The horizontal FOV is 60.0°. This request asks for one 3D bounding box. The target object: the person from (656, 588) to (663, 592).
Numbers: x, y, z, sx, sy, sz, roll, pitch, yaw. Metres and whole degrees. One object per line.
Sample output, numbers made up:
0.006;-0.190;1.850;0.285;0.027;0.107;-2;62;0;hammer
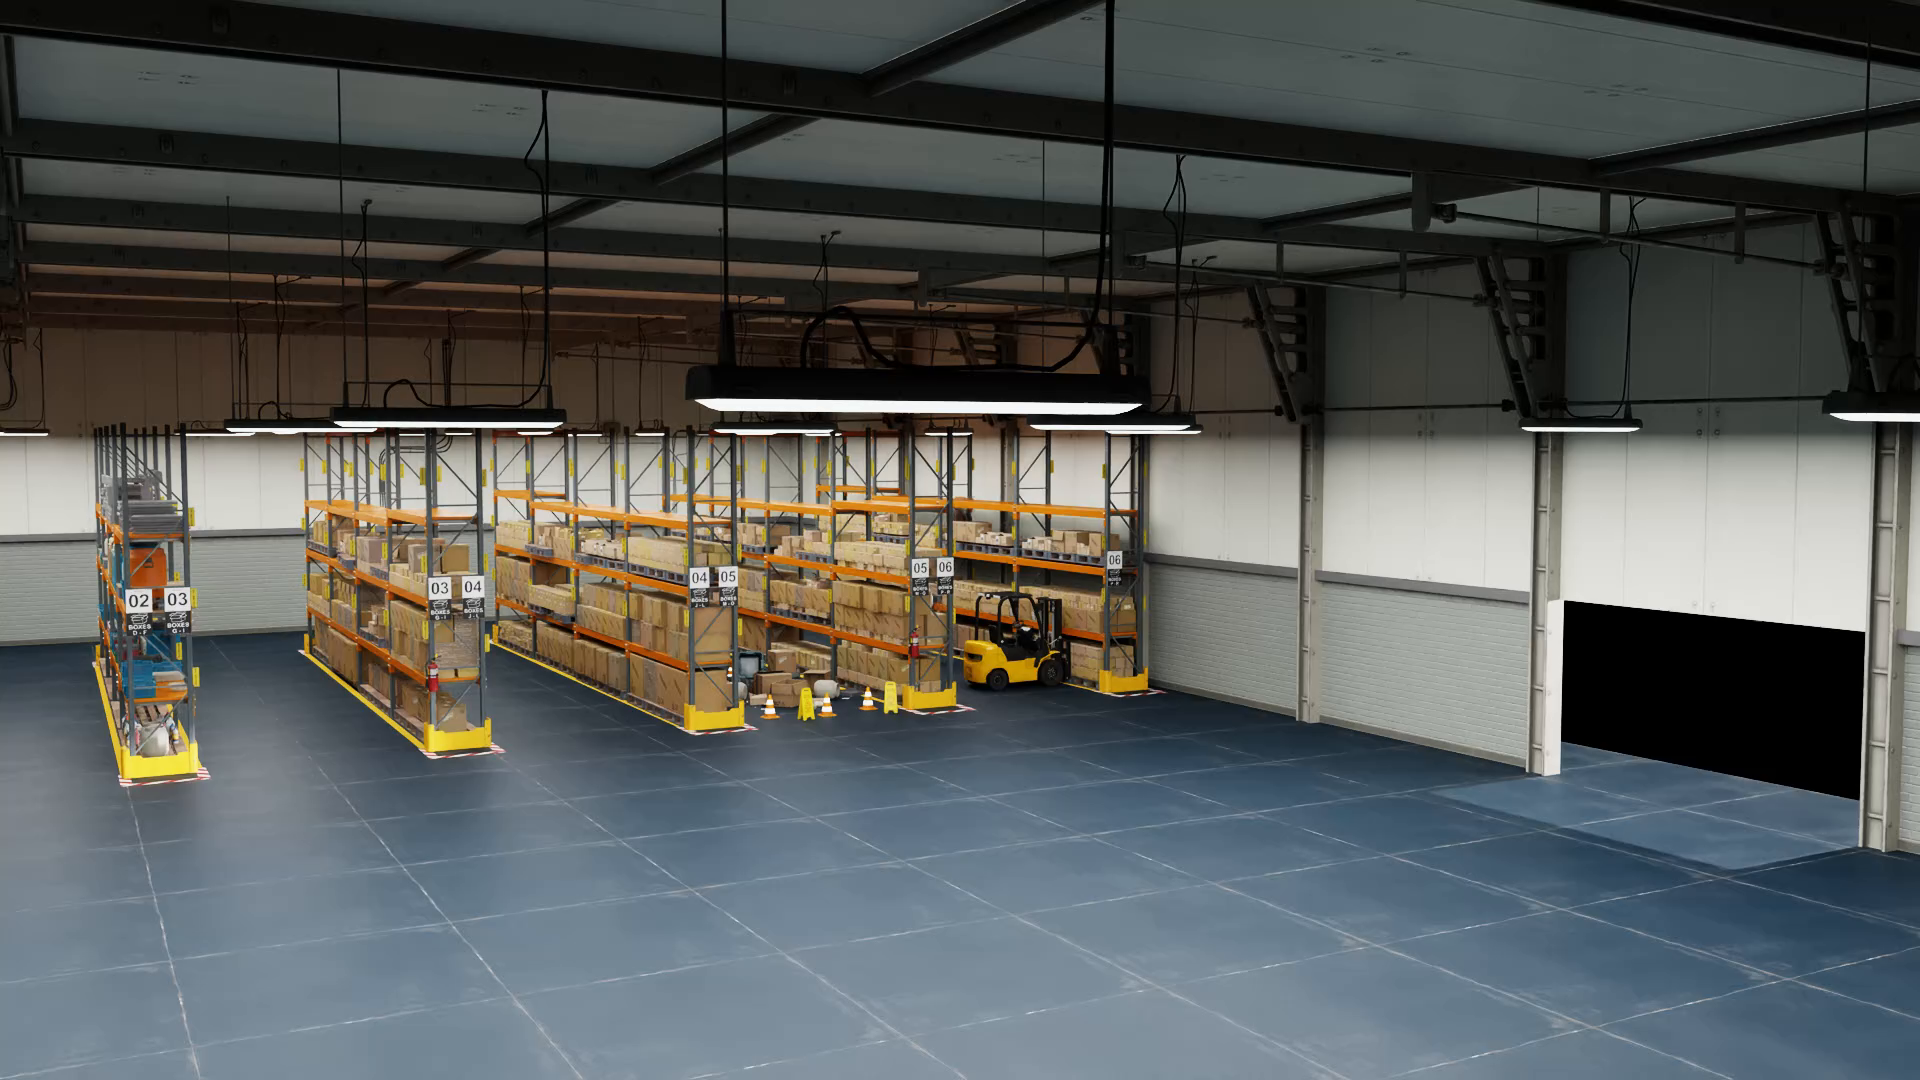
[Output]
-9.008;1.762;50.933;0.604;1.819;0.436;-1;3;-8;person
